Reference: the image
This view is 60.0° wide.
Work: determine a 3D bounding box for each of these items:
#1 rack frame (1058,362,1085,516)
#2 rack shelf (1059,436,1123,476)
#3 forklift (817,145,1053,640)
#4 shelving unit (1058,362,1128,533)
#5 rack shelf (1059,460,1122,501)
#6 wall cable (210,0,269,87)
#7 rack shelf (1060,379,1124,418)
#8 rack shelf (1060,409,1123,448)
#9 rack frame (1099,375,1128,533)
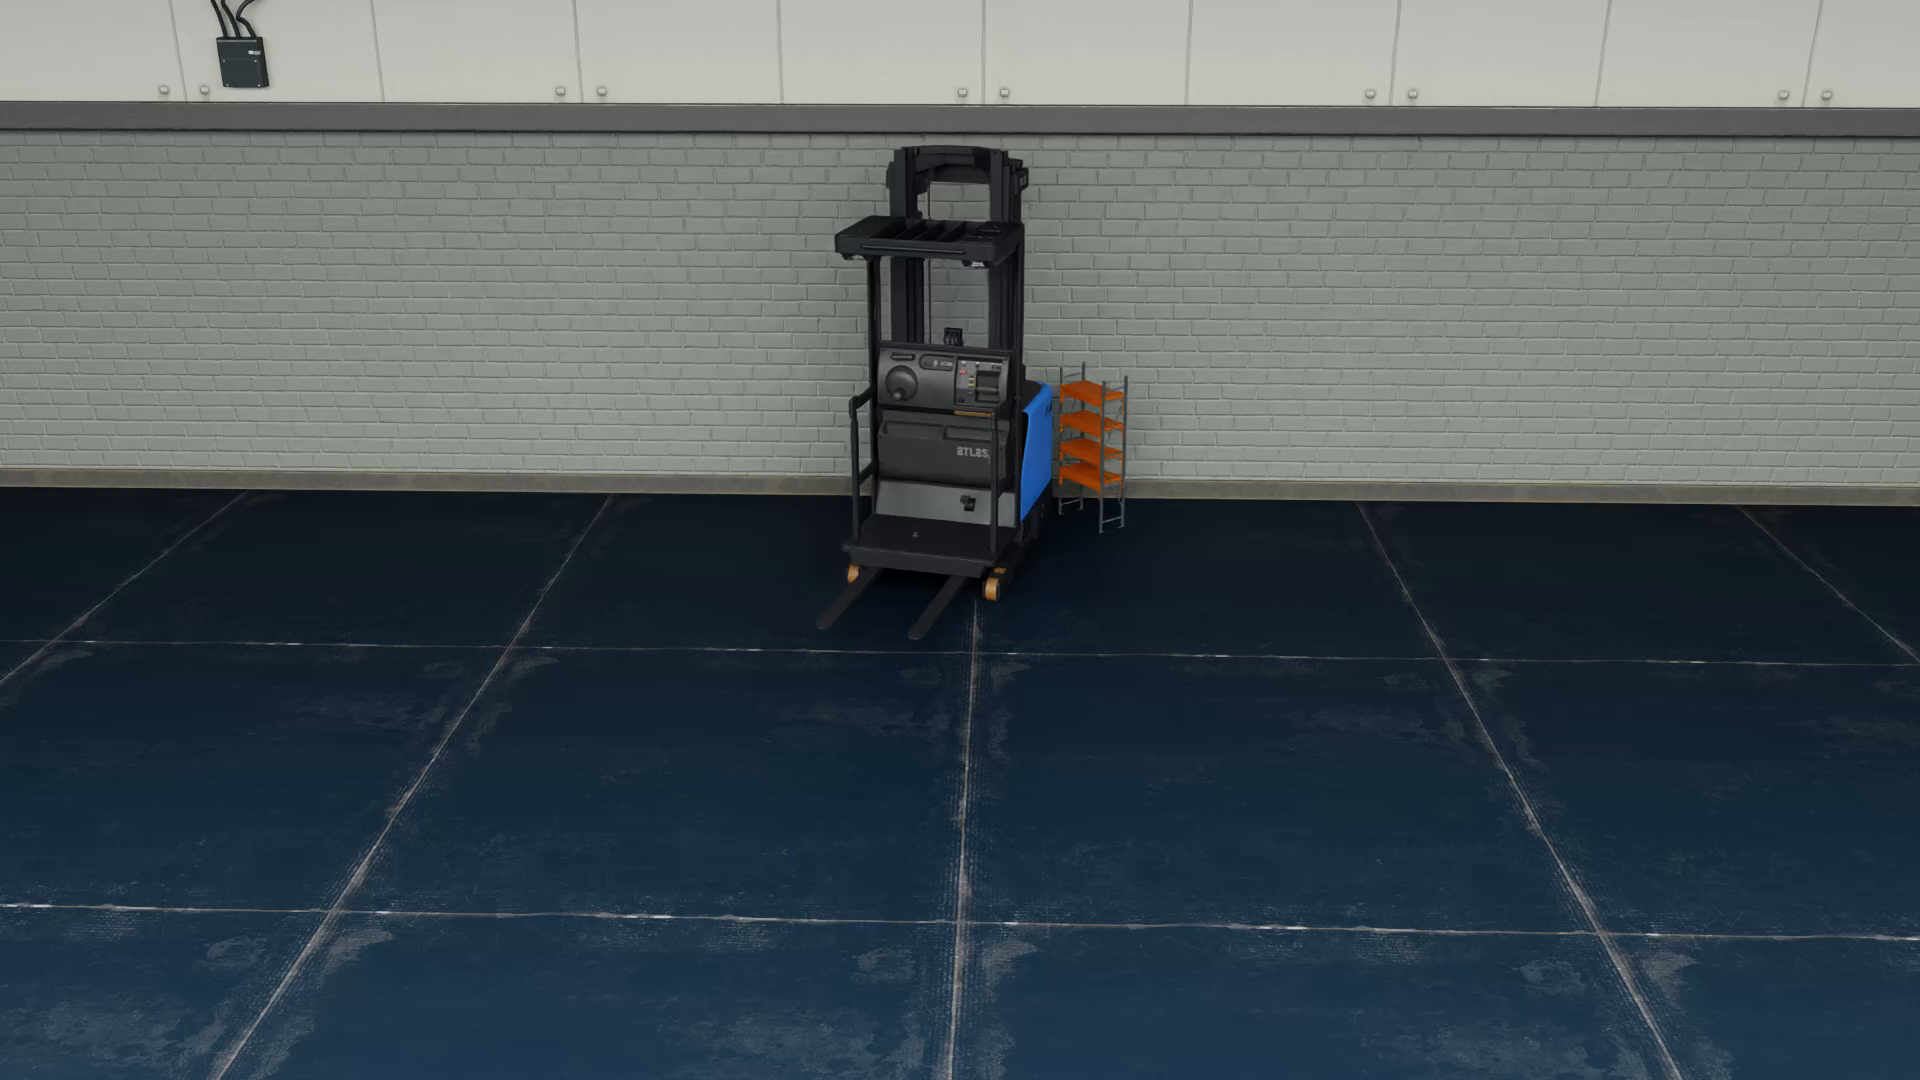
[{"bbox_3d":[0.864,-0.779,12.872,0.240,1.200,0.015,-16,26,-33],"label":"rack frame"},{"bbox_3d":[1.009,-0.645,12.713,0.258,0.148,0.480,-16,26,-33],"label":"rack shelf"},{"bbox_3d":[-0.172,-1.101,11.314,1.130,2.935,3.031,6,22,15],"label":"forklift"},{"bbox_3d":[1.009,-0.707,12.688,0.258,1.200,0.503,-16,26,-33],"label":"shelving unit"},{"bbox_3d":[1.011,-0.460,12.786,0.258,0.148,0.480,-16,26,-33],"label":"rack shelf"},{"bbox_3d":[-4.324,-6.165,11.276,2.305,6.003,0.169,1,21,2],"label":"wall cable"},{"bbox_3d":[1.004,-1.073,12.543,0.258,0.148,0.480,-16,26,-33],"label":"rack shelf"},{"bbox_3d":[1.007,-0.853,12.631,0.258,0.148,0.480,-16,26,-33],"label":"rack shelf"},{"bbox_3d":[1.153,-0.636,12.505,0.240,1.200,0.015,-16,26,-33],"label":"rack frame"}]
